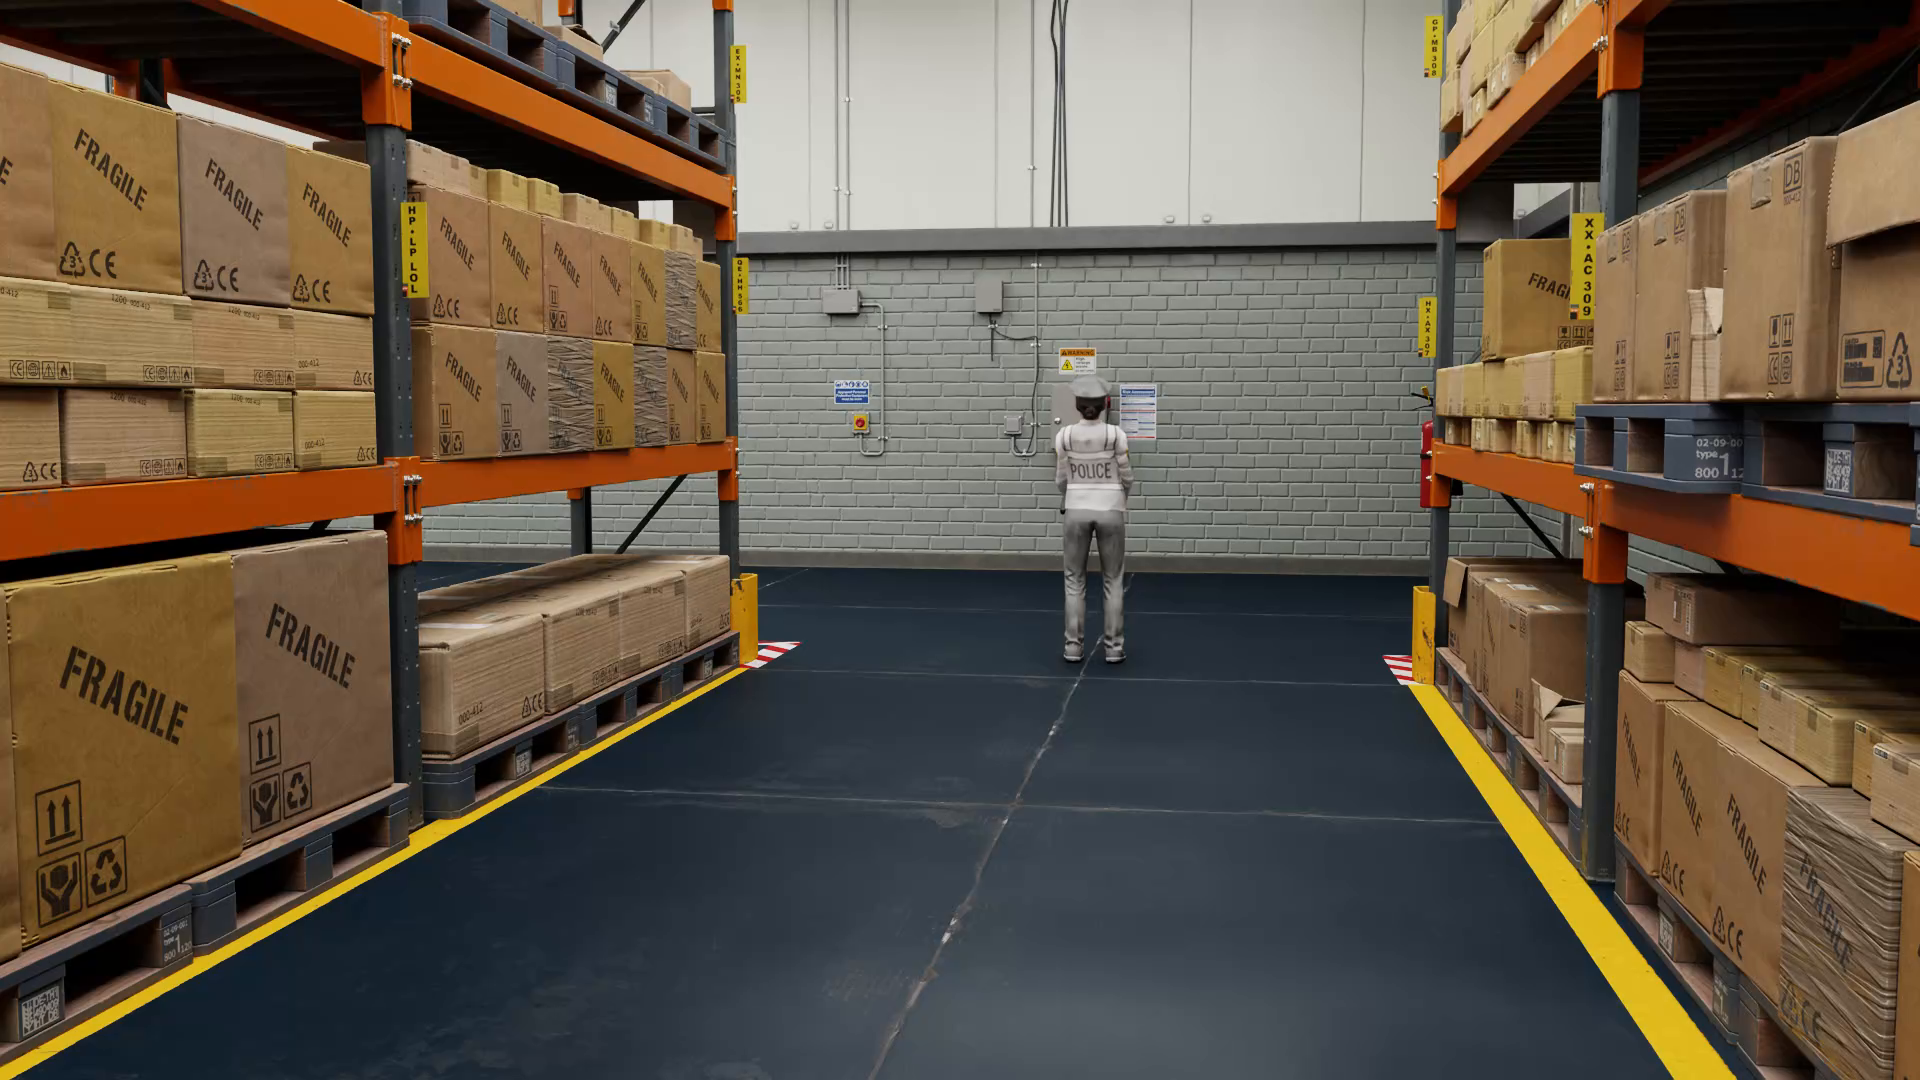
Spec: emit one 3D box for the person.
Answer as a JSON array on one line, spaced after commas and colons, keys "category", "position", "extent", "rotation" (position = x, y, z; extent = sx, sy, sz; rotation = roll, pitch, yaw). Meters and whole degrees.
[{"category": "person", "position": [0.793, -0.130, 9.846], "extent": [0.461, 1.687, 0.555], "rotation": [1, 5, 9]}]
